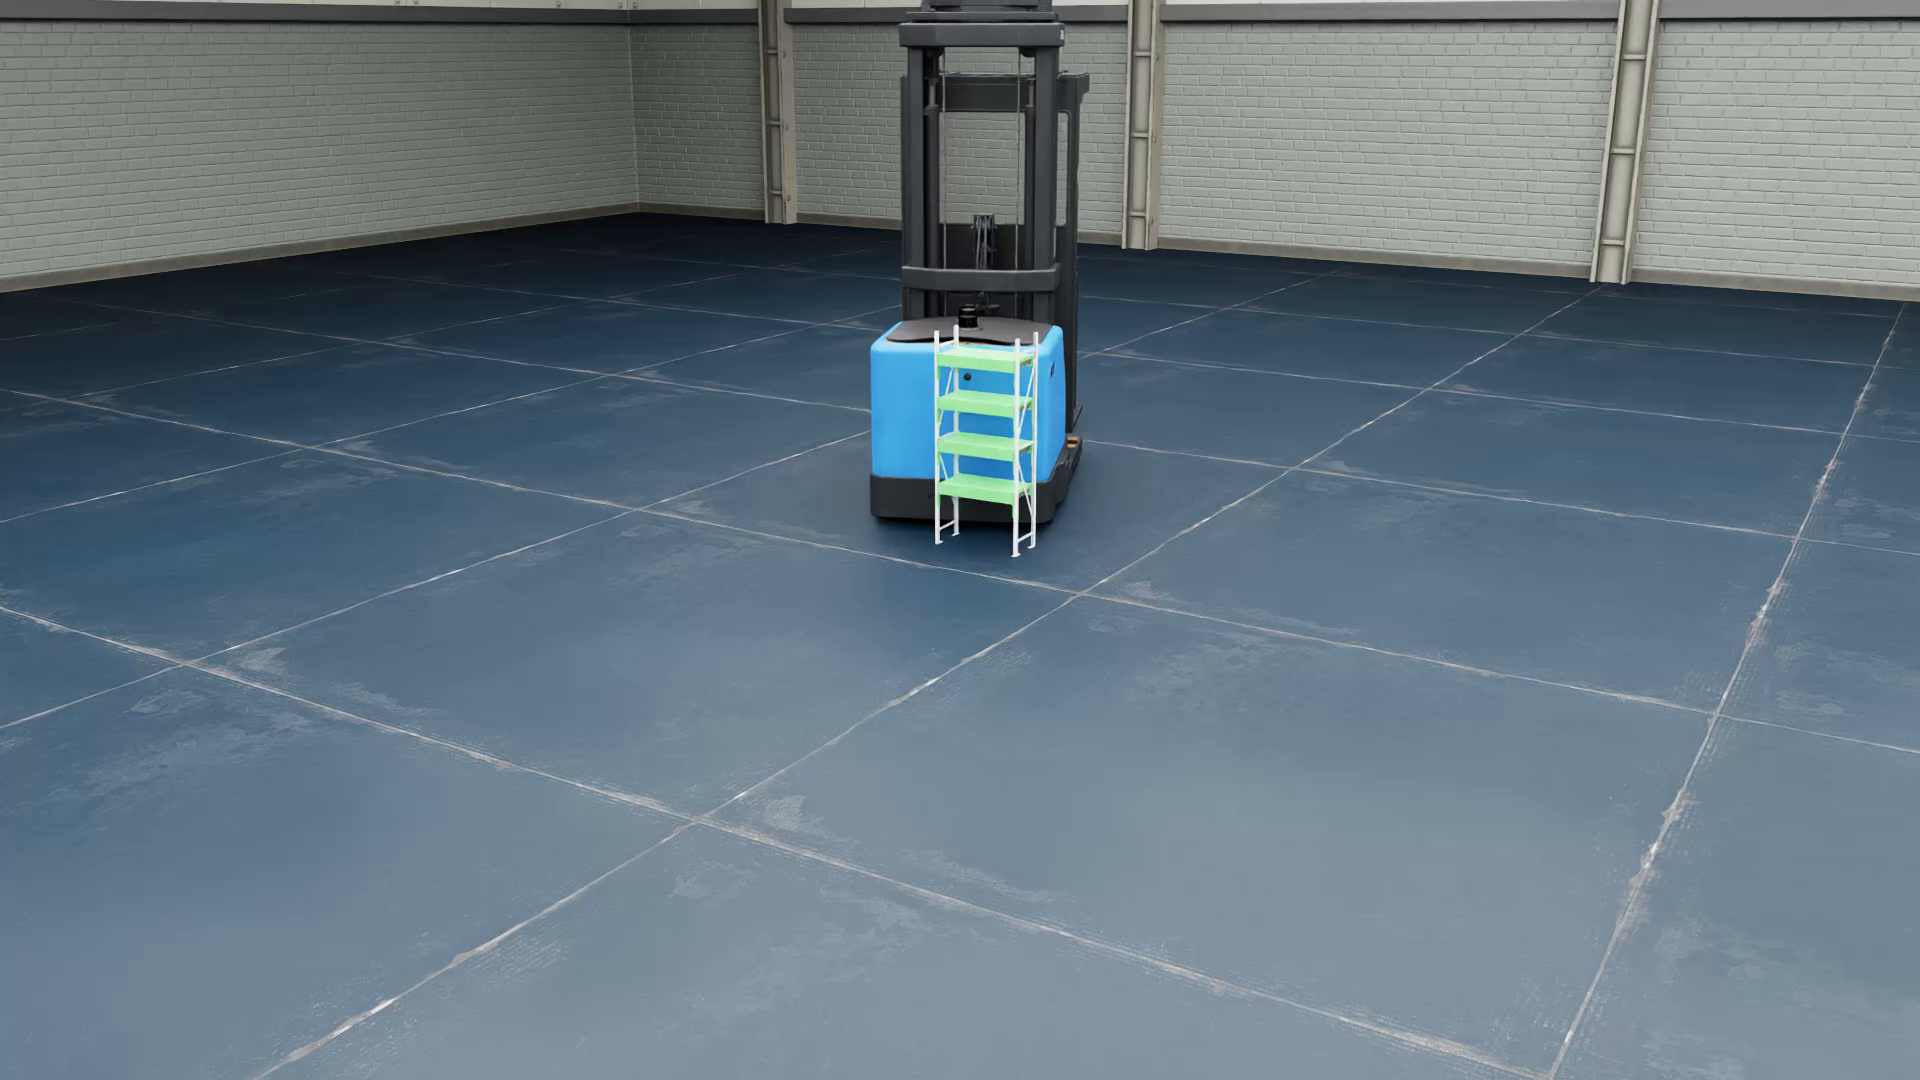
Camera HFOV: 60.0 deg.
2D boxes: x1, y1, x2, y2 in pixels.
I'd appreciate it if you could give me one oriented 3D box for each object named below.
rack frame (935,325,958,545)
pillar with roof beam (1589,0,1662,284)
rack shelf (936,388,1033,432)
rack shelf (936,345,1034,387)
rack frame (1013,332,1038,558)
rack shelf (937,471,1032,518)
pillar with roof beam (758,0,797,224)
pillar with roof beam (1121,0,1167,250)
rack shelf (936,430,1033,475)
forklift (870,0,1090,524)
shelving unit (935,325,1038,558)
[{"bbox_3d":[-0.074,-0.578,9.218,0.015,1.200,0.240,9,19,27],"label":"rack frame"},{"bbox_3d":[5.263,-6.229,14.406,0.400,9.000,9.100,10,20,30],"label":"pillar with roof beam"},{"bbox_3d":[0.141,-0.712,9.056,0.480,0.148,0.258,9,19,27],"label":"rack shelf"},{"bbox_3d":[0.141,-0.942,8.986,0.480,0.148,0.258,9,19,27],"label":"rack shelf"},{"bbox_3d":[0.355,-0.510,8.995,0.015,1.200,0.240,9,19,27],"label":"rack frame"},{"bbox_3d":[0.141,-0.253,9.195,0.480,0.148,0.258,9,19,27],"label":"rack shelf"},{"bbox_3d":[-4.963,-8.055,20.415,0.400,9.000,9.100,10,20,30],"label":"pillar with roof beam"},{"bbox_3d":[0.150,-7.142,17.410,0.400,9.000,9.100,10,20,30],"label":"pillar with roof beam"},{"bbox_3d":[0.141,-0.483,9.125,0.480,0.148,0.258,9,19,27],"label":"rack shelf"},{"bbox_3d":[0.220,-1.879,10.525,1.130,2.935,3.031,3,17,9],"label":"forklift"},{"bbox_3d":[0.141,-0.544,9.107,0.503,1.200,0.258,9,19,27],"label":"shelving unit"}]
